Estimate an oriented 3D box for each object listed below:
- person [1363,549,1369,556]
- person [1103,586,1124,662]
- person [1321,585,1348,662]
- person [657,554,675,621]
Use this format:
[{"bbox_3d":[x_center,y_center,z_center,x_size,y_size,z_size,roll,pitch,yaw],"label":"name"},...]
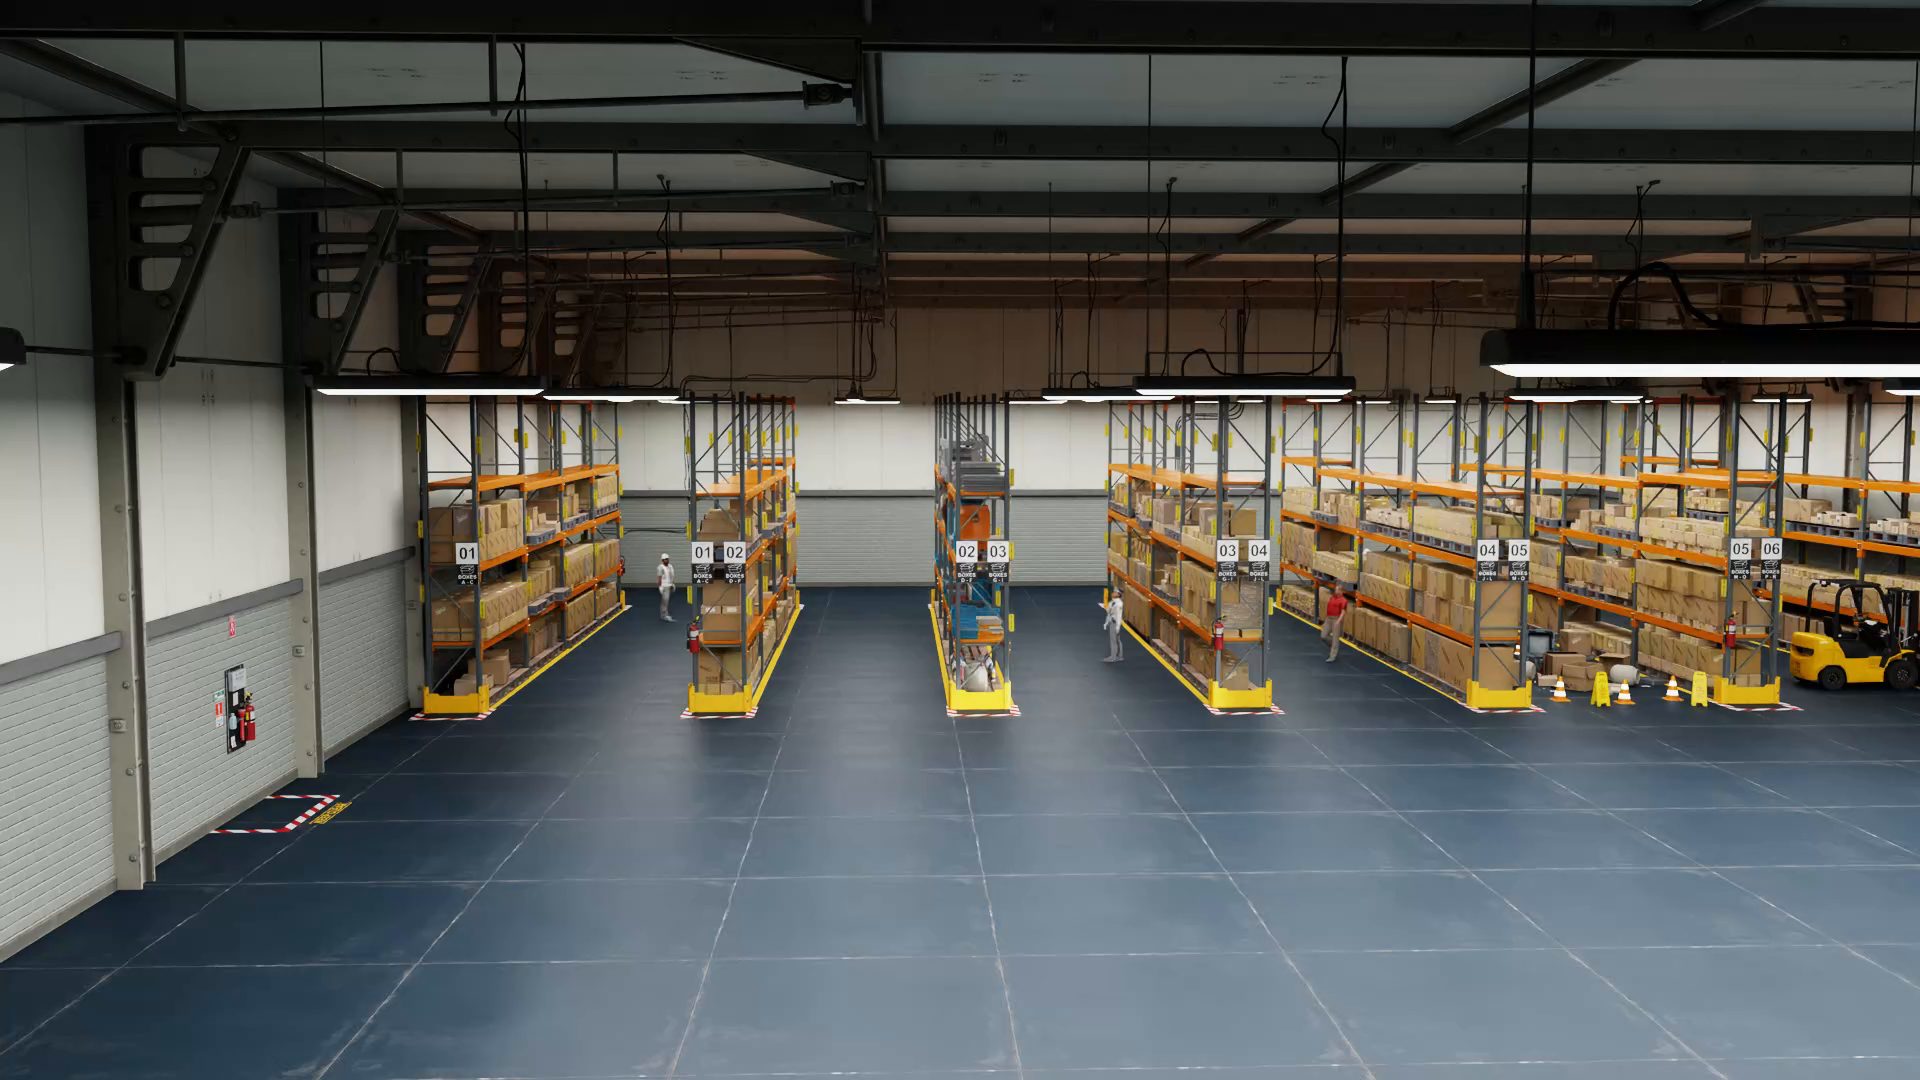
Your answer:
[{"bbox_3d":[11.282,1.141,46.208,0.418,1.782,0.601,2,5,22],"label":"person"},{"bbox_3d":[3.464,1.882,37.419,0.458,1.691,0.507,-1,5,-8],"label":"person"},{"bbox_3d":[8.435,1.868,37.446,0.589,1.715,0.539,4,6,39],"label":"person"},{"bbox_3d":[-7.865,1.264,44.617,0.456,1.795,0.595,1,5,16],"label":"person"}]
